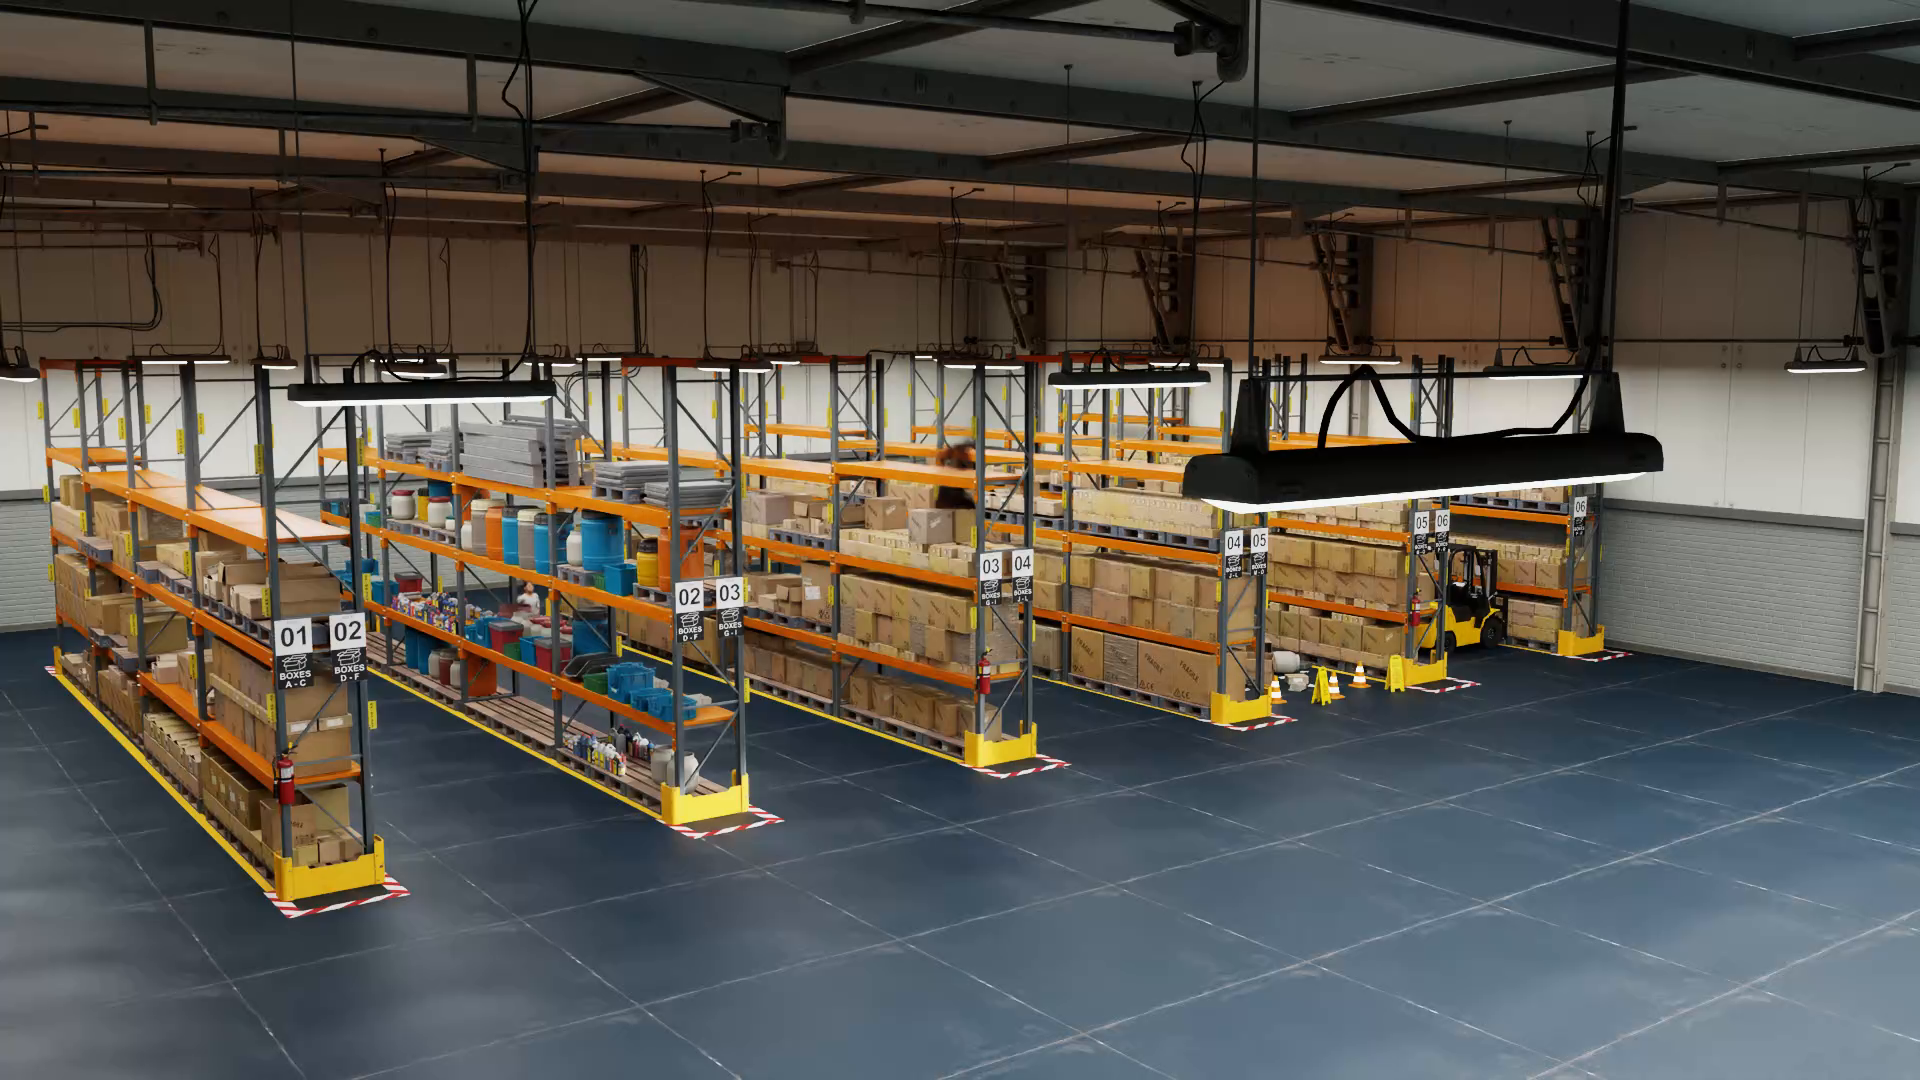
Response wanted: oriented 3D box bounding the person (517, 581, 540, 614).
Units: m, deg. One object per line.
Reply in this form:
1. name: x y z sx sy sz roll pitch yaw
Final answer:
1. person: -8.474 1.594 32.768 0.588 1.620 0.561 6 9 42
